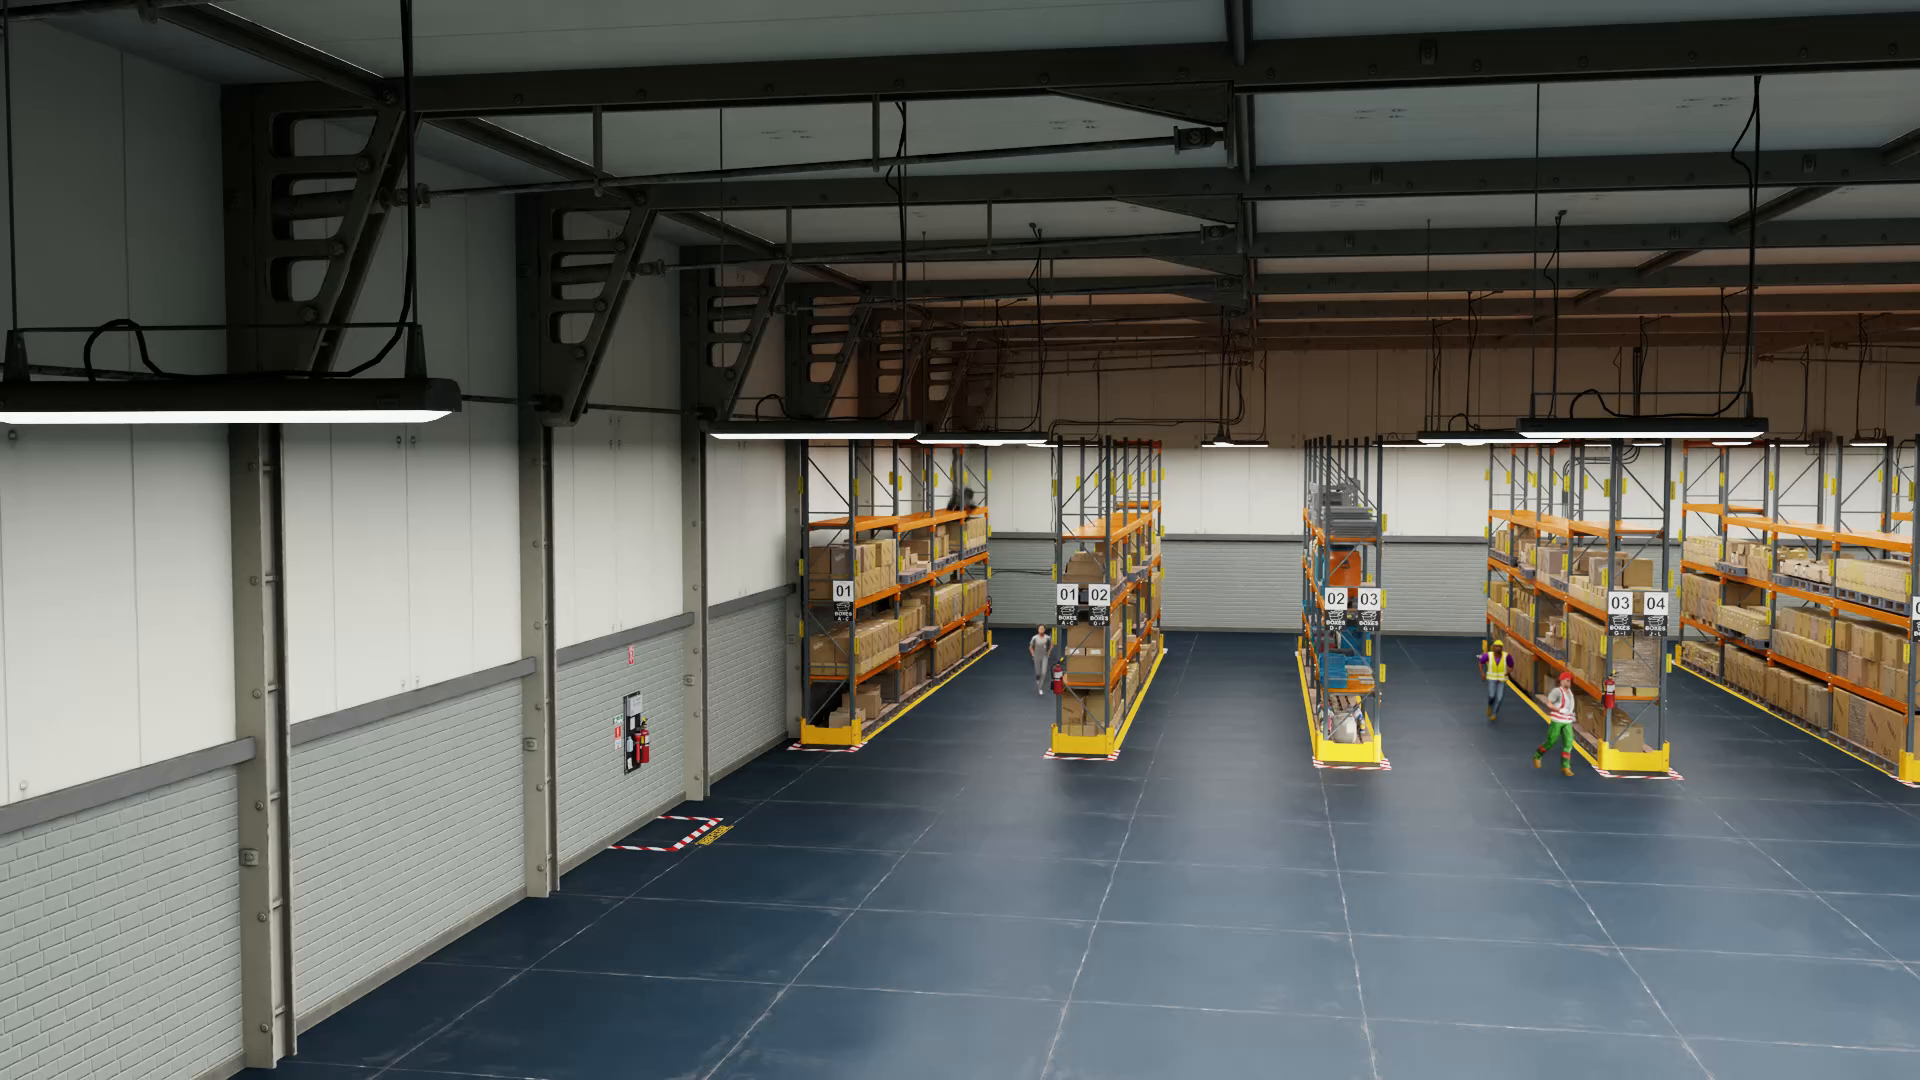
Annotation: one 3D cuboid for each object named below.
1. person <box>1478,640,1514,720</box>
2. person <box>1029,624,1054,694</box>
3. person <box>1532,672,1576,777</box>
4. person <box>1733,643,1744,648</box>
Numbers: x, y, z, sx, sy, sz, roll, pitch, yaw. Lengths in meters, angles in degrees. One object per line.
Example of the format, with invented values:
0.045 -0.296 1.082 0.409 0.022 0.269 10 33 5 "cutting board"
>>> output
11.320 2.961 35.062 0.702 1.718 0.588 1 3 11 "person"
1.926 2.799 39.304 0.573 1.640 0.624 0 3 1 "person"
10.634 3.227 29.464 0.690 1.775 0.966 -1 3 -25 "person"
21.163 2.438 44.997 0.735 1.698 0.667 0 3 -5 "person"
